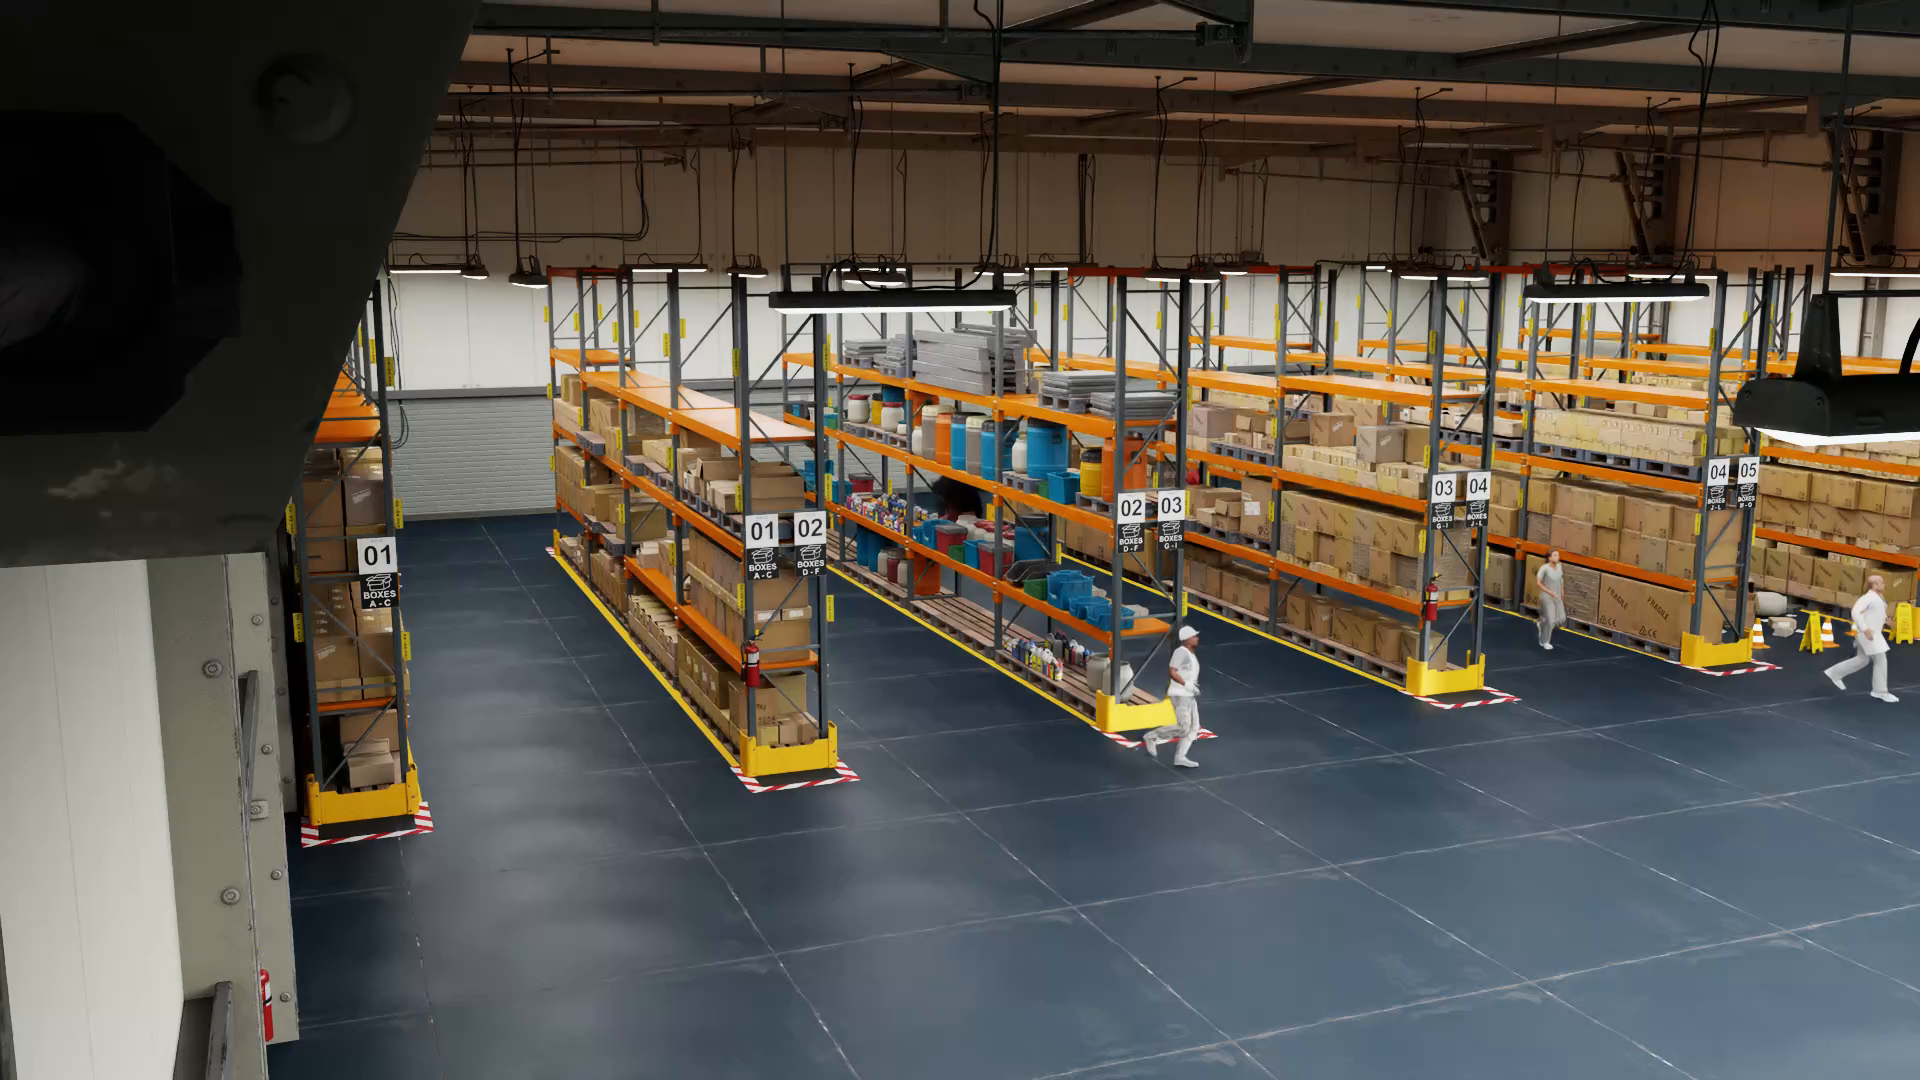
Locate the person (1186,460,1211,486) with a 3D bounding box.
[{"bbox_3d":[5.279,-0.880,36.854,0.647,1.816,0.789,-3,10,-17],"label":"person"}]

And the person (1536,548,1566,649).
[{"bbox_3d":[9.467,0.926,26.675,0.596,1.630,0.588,-5,11,-25],"label":"person"}]

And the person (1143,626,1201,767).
[{"bbox_3d":[2.705,1.919,20.800,0.704,1.698,0.725,3,10,19],"label":"person"}]

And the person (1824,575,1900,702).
[{"bbox_3d":[12.913,1.371,23.701,0.983,1.789,0.717,5,11,29],"label":"person"}]
